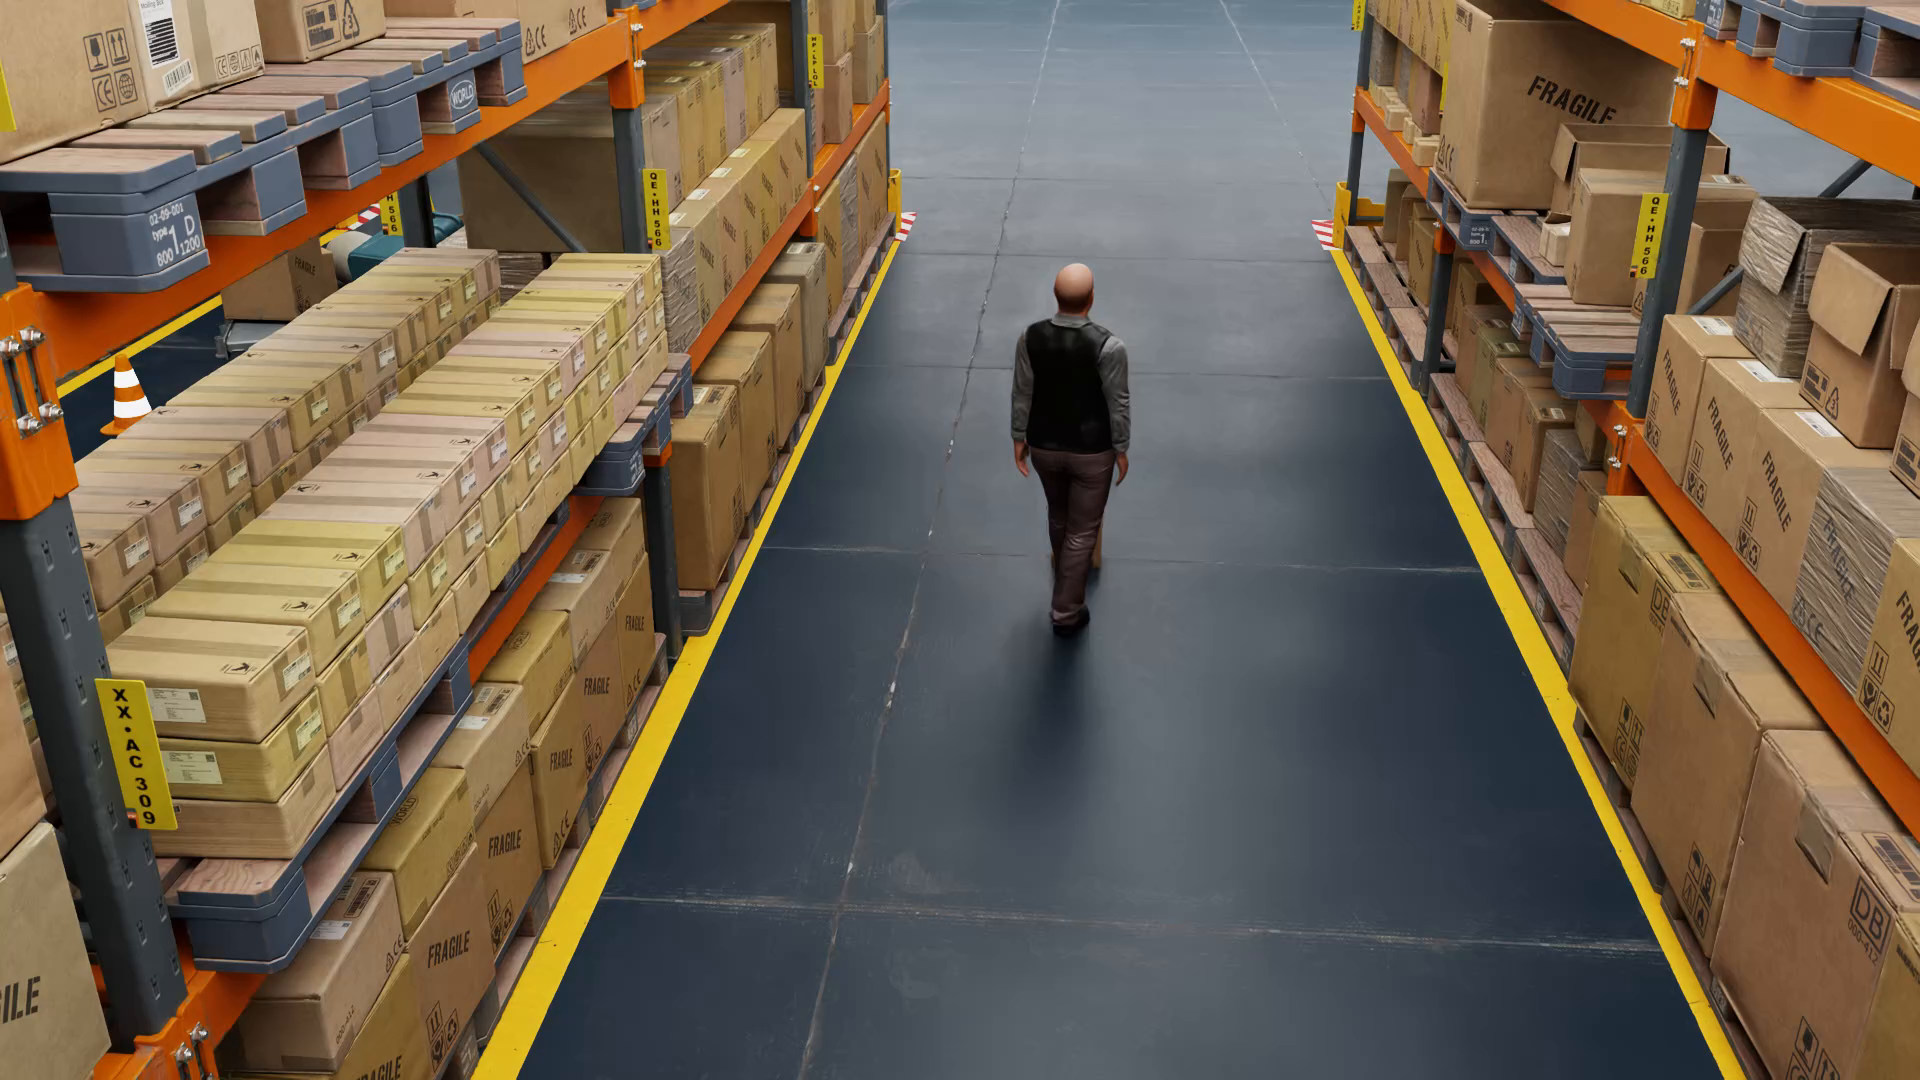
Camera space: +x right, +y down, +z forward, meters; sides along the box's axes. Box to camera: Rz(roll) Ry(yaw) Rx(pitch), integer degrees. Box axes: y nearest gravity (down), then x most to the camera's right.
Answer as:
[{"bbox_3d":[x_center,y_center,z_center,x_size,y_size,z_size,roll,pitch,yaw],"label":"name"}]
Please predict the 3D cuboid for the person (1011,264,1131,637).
[{"bbox_3d":[0.572,-0.466,7.639,0.548,1.708,0.764,13,27,26],"label":"person"}]
